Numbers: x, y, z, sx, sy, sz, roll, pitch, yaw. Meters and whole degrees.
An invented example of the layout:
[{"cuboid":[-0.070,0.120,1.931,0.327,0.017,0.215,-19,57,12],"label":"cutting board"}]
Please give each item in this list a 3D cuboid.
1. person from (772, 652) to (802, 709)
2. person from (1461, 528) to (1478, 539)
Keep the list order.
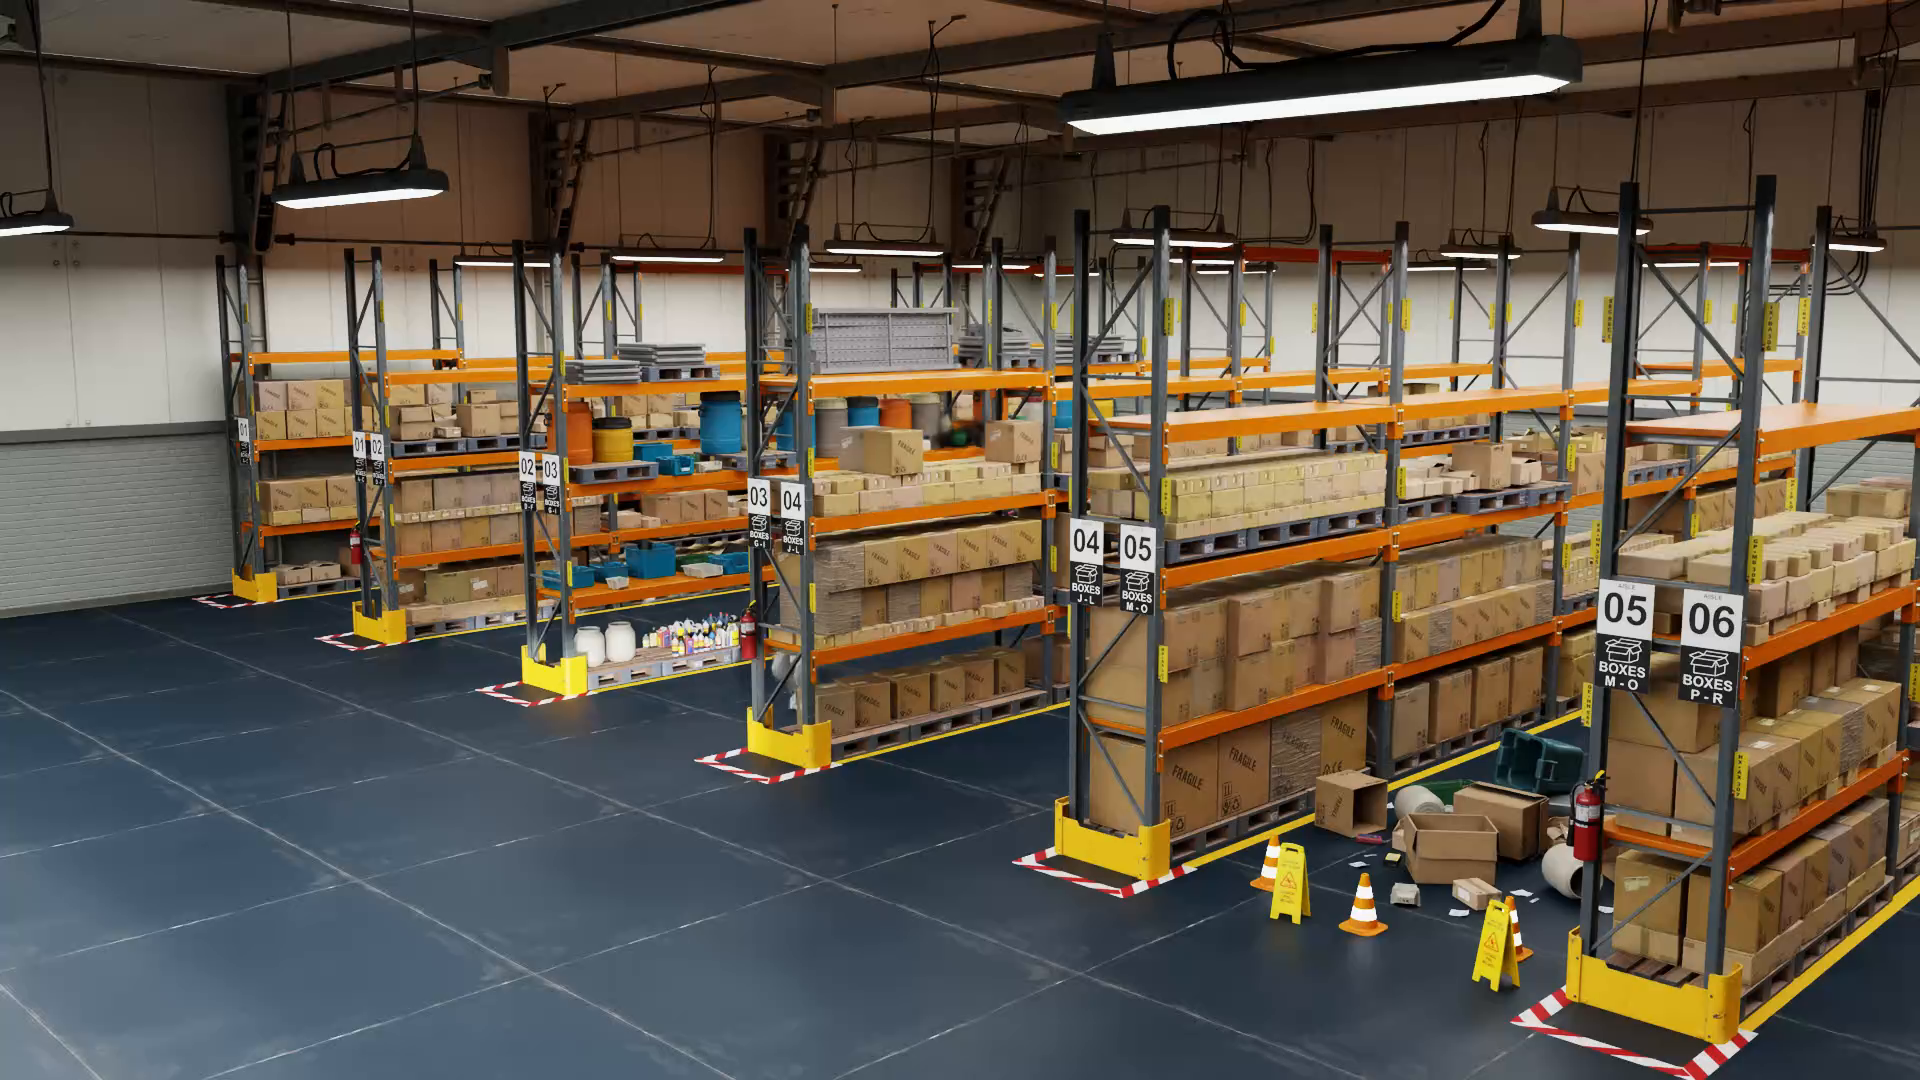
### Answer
[{"cuboid":[-2.102,1.319,21.067,0.680,1.746,0.691,7,11,40],"label":"person"},{"cuboid":[8.111,0.573,26.610,0.573,1.739,0.811,7,11,41],"label":"person"}]
